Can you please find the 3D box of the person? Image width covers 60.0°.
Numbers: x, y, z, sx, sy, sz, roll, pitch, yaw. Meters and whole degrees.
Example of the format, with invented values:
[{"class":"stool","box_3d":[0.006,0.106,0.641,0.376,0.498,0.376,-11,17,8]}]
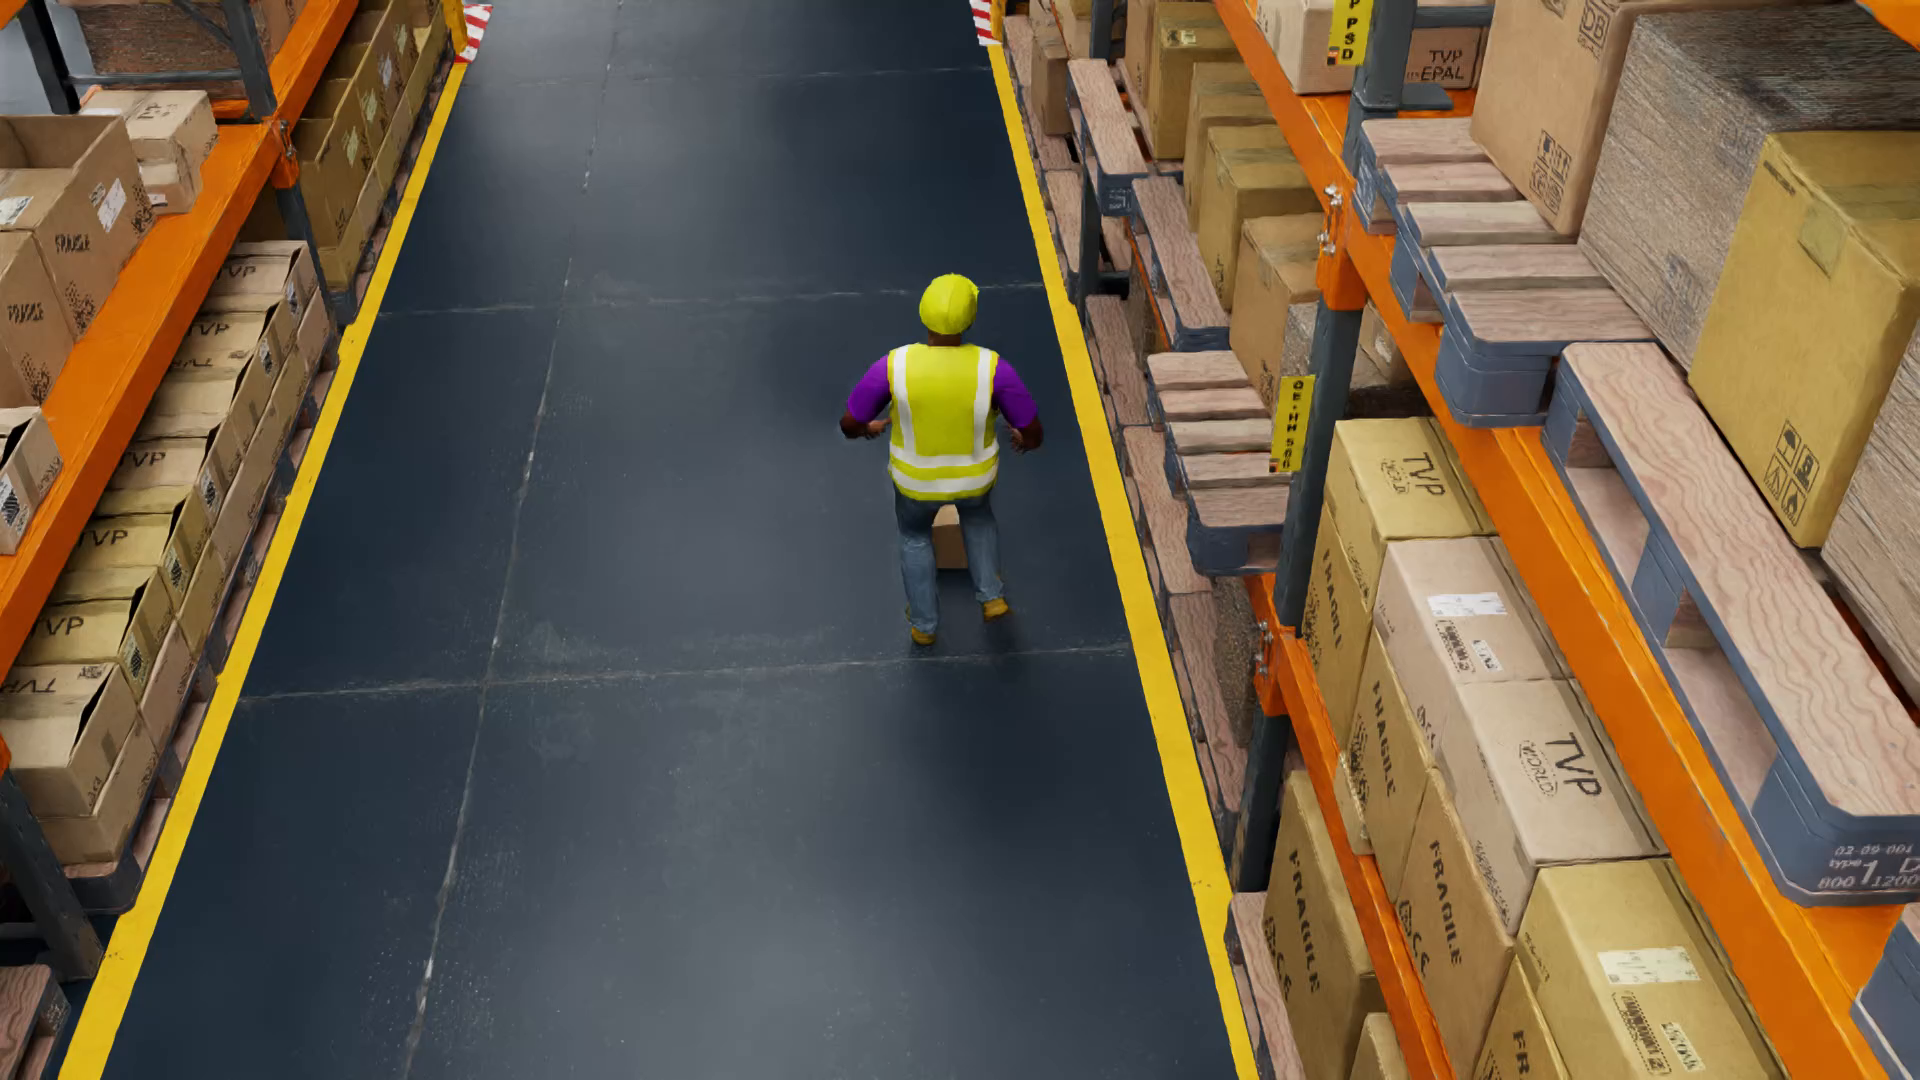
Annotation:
[{"class":"person","box_3d":[-0.067,-0.316,6.542,0.762,1.732,0.530,-4,39,-5]}]
